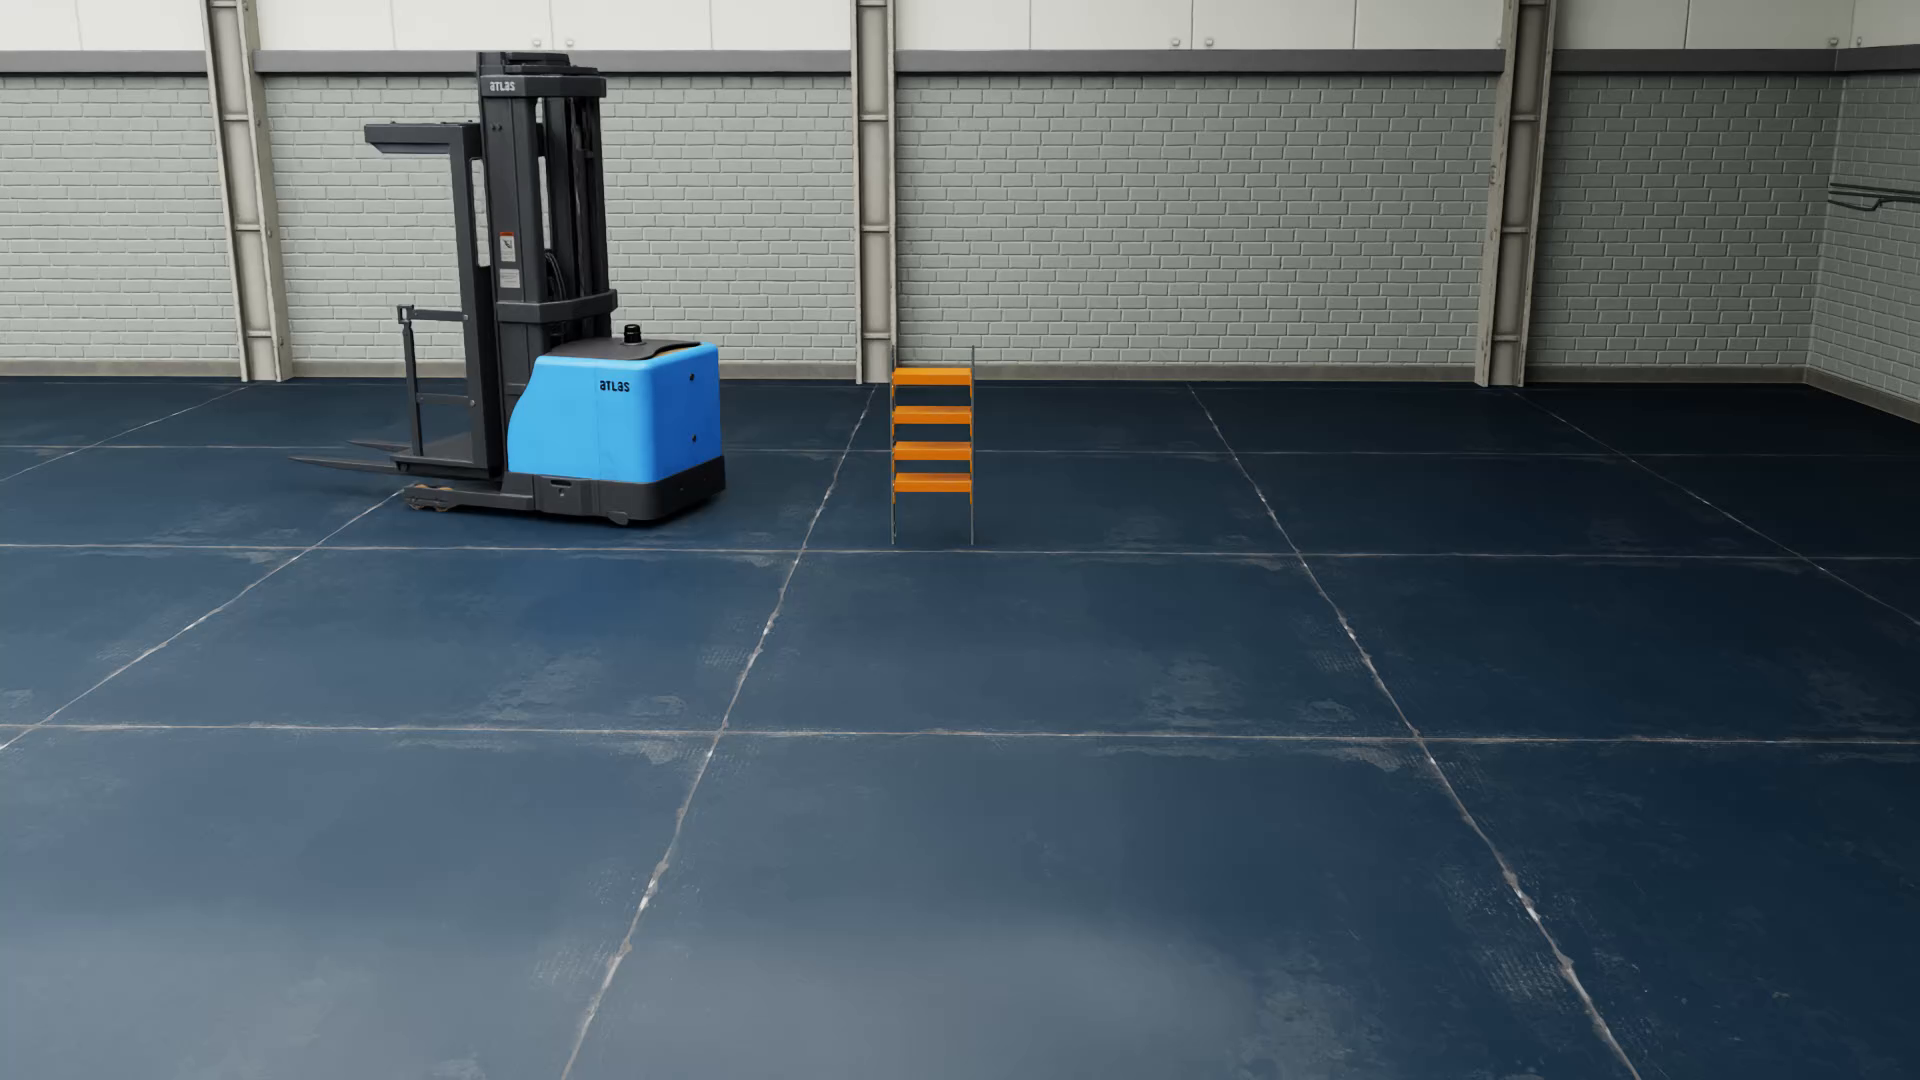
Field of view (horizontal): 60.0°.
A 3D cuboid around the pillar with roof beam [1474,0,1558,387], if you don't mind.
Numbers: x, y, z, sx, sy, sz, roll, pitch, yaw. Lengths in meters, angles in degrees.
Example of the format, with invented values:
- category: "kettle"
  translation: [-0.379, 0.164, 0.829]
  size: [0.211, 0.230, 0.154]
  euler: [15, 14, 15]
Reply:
- category: "pillar with roof beam"
  translation: [5.087, -4.760, 10.740]
  size: [0.400, 9.000, 9.100]
  euler: [0, 15, 1]

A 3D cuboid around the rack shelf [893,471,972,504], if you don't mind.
- category: "rack shelf"
  translation: [-0.165, -0.324, 10.259]
  size: [0.480, 0.148, 0.258]
  euler: [0, 15, 1]

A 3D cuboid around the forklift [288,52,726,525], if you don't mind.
- category: "forklift"
  translation: [-3.178, -1.723, 11.126]
  size: [3.031, 2.935, 1.130]
  euler: [5, 16, 20]

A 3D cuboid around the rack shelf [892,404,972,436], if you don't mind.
- category: "rack shelf"
  translation: [-0.165, -0.732, 10.151]
  size: [0.480, 0.148, 0.258]
  euler: [0, 15, 1]

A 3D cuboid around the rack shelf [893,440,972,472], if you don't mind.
- category: "rack shelf"
  translation: [-0.165, -0.516, 10.208]
  size: [0.480, 0.148, 0.258]
  euler: [0, 15, 1]

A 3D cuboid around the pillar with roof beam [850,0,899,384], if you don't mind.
- category: "pillar with roof beam"
  translation: [-0.911, -4.799, 10.888]
  size: [0.400, 9.000, 9.100]
  euler: [0, 15, 1]

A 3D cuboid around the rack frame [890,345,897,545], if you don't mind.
- category: "rack frame"
  translation: [-0.409, -0.583, 10.197]
  size: [0.015, 1.200, 0.240]
  euler: [0, 15, 1]

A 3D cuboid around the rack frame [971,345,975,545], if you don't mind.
- category: "rack frame"
  translation: [0.078, -0.580, 10.185]
  size: [0.015, 1.200, 0.240]
  euler: [0, 15, 1]

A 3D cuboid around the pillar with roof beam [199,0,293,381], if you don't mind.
- category: "pillar with roof beam"
  translation: [-6.909, -4.838, 11.036]
  size: [0.400, 9.000, 9.100]
  euler: [0, 15, 1]

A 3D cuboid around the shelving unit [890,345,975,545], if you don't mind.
- category: "shelving unit"
  translation: [-0.165, -0.581, 10.191]
  size: [0.503, 1.200, 0.258]
  euler: [0, 15, 1]

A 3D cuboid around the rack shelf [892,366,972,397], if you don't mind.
- category: "rack shelf"
  translation: [-0.165, -0.961, 10.091]
  size: [0.480, 0.148, 0.258]
  euler: [0, 15, 1]

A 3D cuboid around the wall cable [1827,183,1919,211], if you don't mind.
- category: "wall cable"
  translation: [8.109, -4.000, 13.946]
  size: [0.112, 2.526, 3.097]
  euler: [0, 15, 1]
